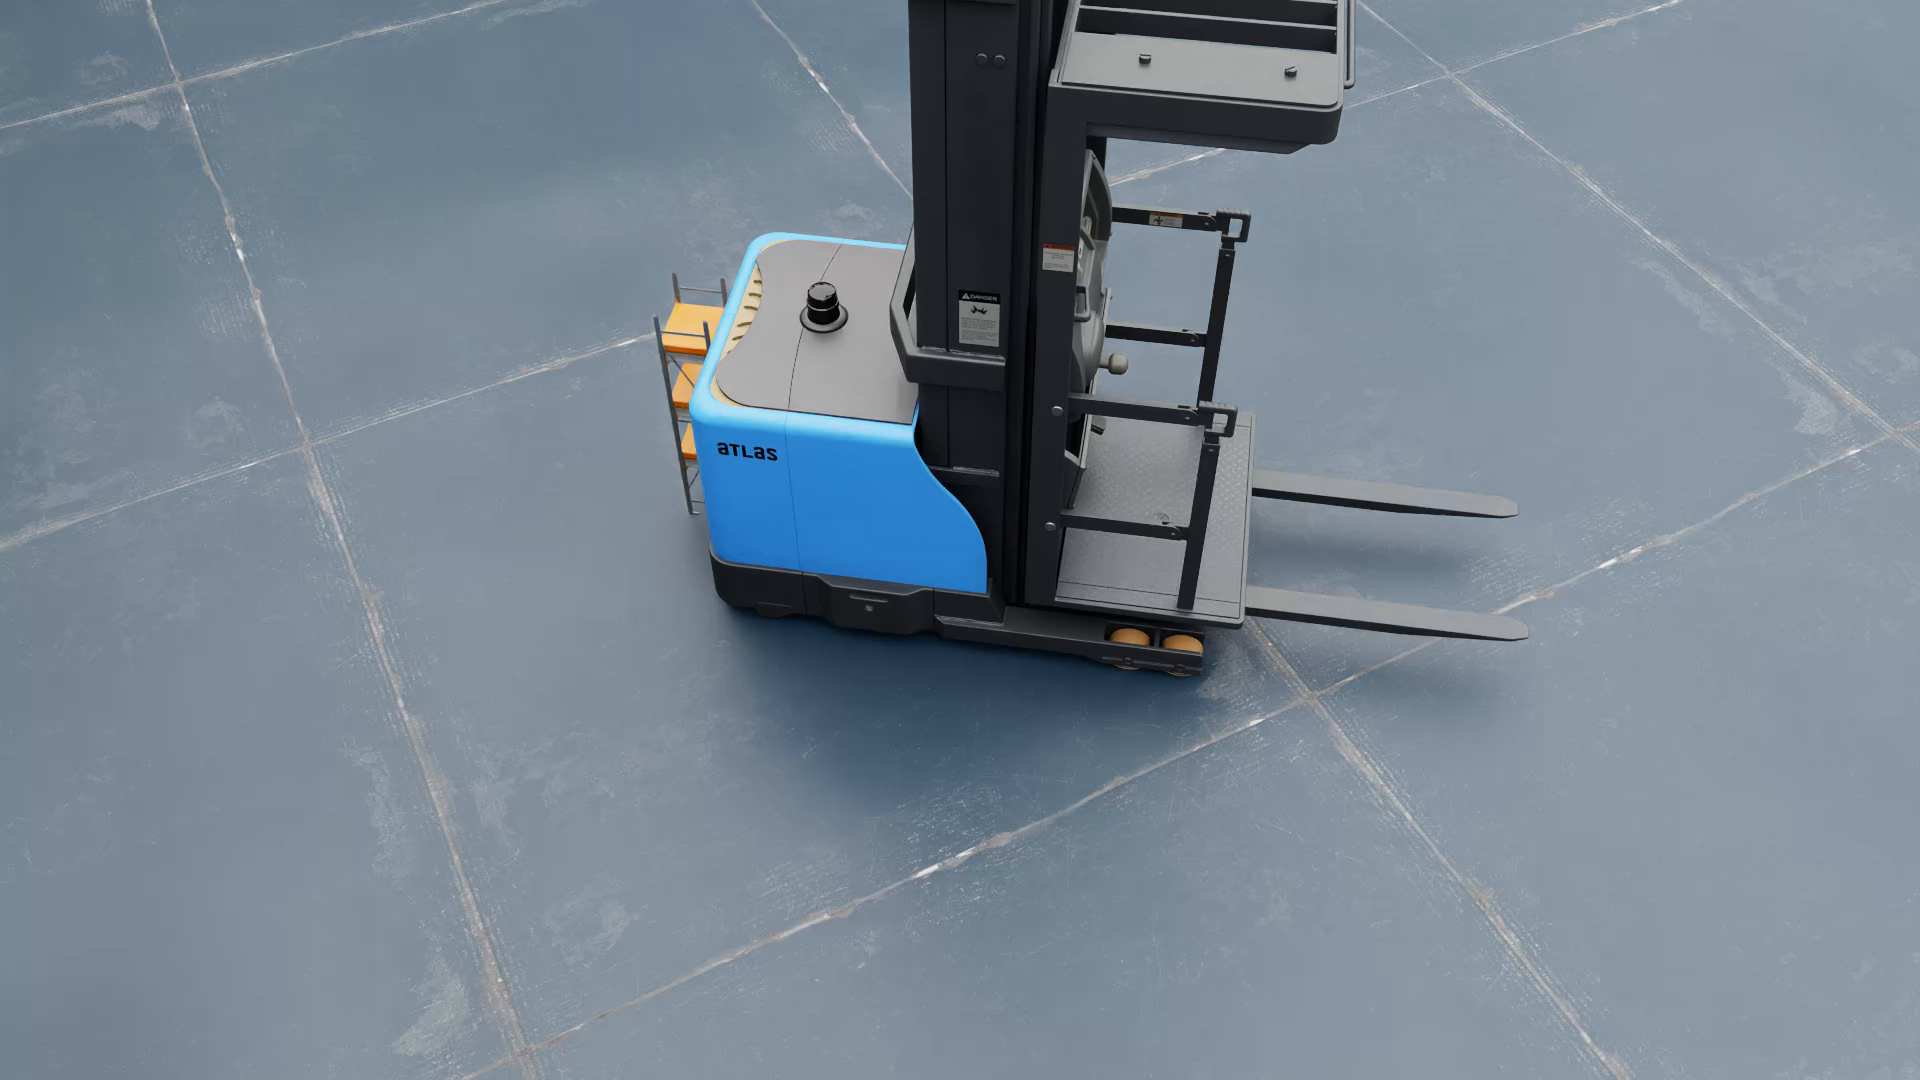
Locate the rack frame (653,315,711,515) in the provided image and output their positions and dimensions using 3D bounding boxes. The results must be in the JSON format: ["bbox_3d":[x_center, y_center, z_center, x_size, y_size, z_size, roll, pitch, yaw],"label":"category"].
[{"bbox_3d":[-1.000,-0.444,6.334,0.200,1.050,0.008,7,49,6],"label":"rack frame"}]

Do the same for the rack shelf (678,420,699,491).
[{"bbox_3d":[-0.980,-0.345,6.630,0.215,0.259,0.240,7,49,6],"label":"rack shelf"}]

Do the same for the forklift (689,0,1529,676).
[{"bbox_3d":[0.623,-0.890,5.474,3.031,2.935,1.130,7,49,6],"label":"forklift"}]

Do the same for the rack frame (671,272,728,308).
[{"bbox_3d":[-0.961,-0.626,6.492,0.200,1.050,0.008,7,49,6],"label":"rack frame"}]

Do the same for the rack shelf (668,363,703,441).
[{"bbox_3d":[-0.980,-0.528,6.421,0.215,0.259,0.240,7,49,6],"label":"rack shelf"}]

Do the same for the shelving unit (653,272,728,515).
[{"bbox_3d":[-0.980,-0.535,6.413,0.215,1.050,0.252,7,49,6],"label":"shelving unit"}]

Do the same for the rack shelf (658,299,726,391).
[{"bbox_3d":[-0.980,-0.715,6.207,0.215,0.259,0.240,7,49,6],"label":"rack shelf"}]
